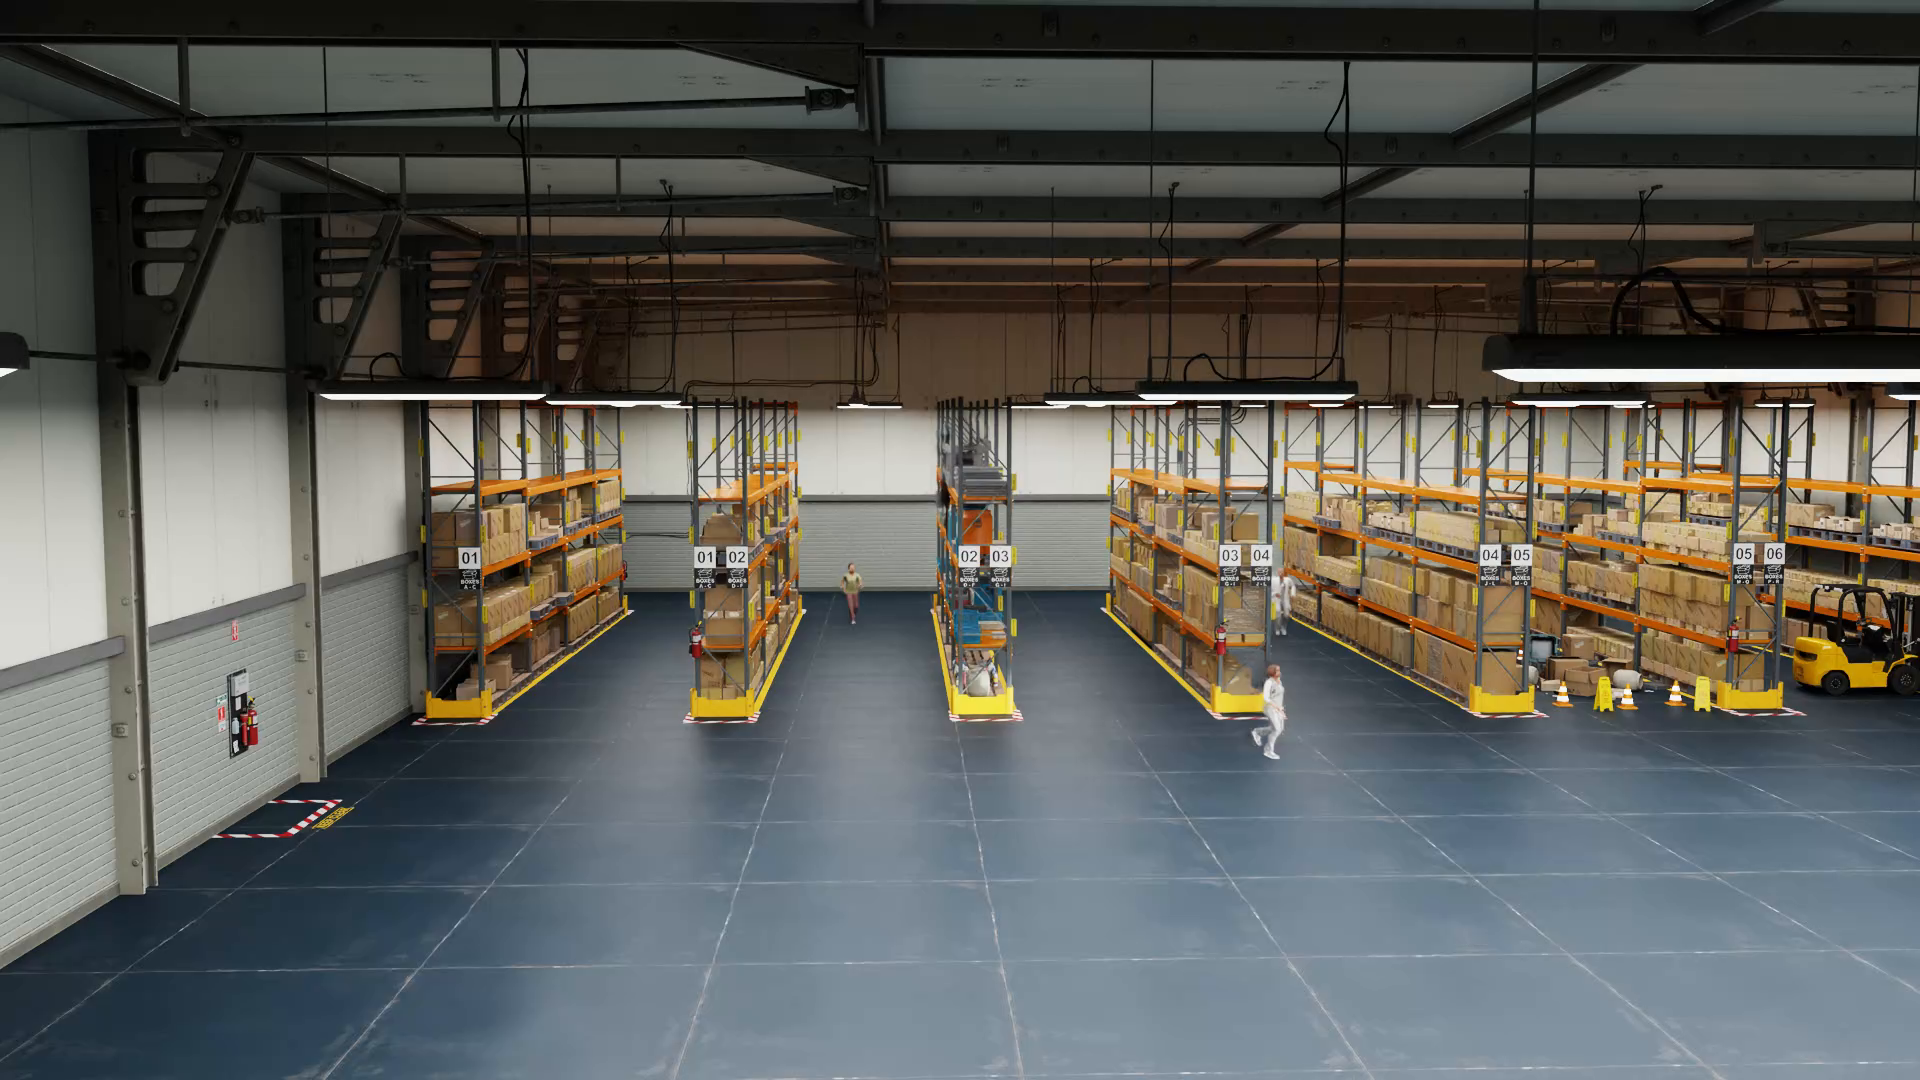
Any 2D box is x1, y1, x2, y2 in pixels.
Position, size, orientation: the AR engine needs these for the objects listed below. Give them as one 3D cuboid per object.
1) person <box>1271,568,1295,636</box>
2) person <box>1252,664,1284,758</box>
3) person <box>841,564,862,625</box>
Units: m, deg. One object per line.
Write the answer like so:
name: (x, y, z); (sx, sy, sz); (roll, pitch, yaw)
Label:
person: (8.186, 1.583, 42.270); (0.747, 1.756, 0.680); (0, 4, -1)
person: (5.129, 2.825, 27.571); (0.610, 1.573, 0.554); (3, 5, 34)
person: (-2.925, 1.441, 44.859); (0.578, 1.631, 0.684); (-1, 4, -9)
